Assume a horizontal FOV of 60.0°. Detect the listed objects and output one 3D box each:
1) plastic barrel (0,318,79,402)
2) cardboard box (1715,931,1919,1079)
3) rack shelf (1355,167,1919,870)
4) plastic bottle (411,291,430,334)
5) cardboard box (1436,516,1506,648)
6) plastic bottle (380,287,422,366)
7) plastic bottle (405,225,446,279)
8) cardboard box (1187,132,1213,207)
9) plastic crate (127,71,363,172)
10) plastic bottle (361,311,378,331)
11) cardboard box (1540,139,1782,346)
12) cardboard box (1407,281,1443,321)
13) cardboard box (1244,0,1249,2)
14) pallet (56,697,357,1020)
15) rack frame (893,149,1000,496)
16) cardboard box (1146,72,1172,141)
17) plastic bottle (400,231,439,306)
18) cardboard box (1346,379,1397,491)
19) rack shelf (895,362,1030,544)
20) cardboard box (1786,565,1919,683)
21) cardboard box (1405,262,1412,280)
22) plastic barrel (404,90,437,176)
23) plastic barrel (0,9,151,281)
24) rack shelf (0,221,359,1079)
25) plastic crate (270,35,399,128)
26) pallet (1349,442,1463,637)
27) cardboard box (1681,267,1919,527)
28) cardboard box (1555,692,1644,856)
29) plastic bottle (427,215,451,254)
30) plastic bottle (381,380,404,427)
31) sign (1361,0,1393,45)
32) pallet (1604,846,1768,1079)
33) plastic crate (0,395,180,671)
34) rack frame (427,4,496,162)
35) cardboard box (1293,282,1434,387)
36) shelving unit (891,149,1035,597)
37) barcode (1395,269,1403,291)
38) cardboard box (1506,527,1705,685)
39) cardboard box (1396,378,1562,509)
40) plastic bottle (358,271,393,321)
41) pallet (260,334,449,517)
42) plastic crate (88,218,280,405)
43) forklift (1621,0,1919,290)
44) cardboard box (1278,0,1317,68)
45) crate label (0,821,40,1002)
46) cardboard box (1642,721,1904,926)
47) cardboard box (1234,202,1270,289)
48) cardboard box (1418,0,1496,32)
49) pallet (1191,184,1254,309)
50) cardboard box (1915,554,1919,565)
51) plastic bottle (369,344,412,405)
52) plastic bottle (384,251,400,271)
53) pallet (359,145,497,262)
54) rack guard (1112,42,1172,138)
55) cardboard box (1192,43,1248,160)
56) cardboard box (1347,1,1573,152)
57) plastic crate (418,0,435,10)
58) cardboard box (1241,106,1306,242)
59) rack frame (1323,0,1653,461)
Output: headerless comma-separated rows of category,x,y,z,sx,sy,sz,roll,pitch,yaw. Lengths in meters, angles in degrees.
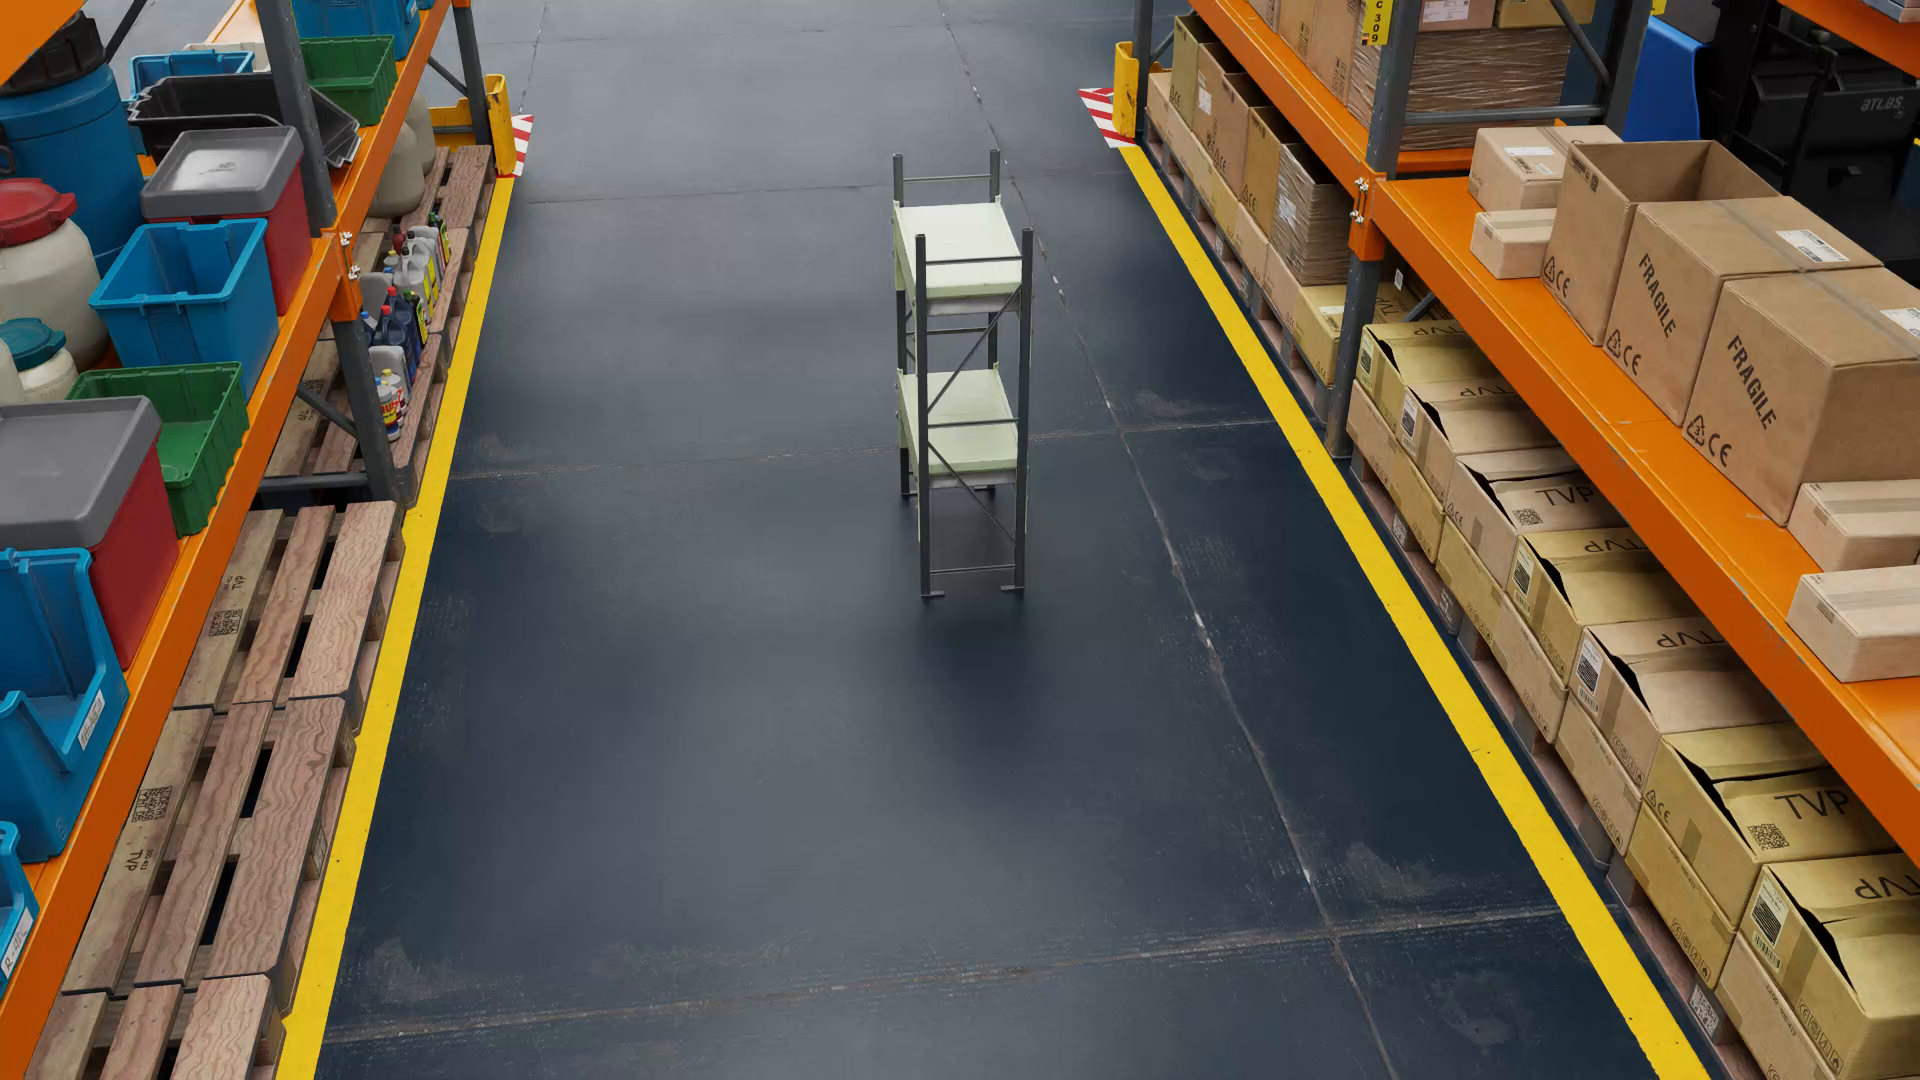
plastic barrel,-2.770,-0.477,4.910,0.301,0.262,0.301,0,34,0
cardboard box,2.338,1.262,4.303,0.500,0.250,0.500,-4,34,-5
rack shelf,2.382,-0.244,5.084,1.077,0.370,4.000,-4,35,-6
plastic bottle,-2.534,-1.057,7.732,0.097,0.201,0.097,0,34,0
cardboard box,2.061,0.123,5.975,0.500,0.250,0.500,-5,35,-8
plastic bottle,-2.519,-0.959,7.455,0.144,0.351,0.185,-6,35,-8
plastic bottle,-2.646,-1.439,8.225,0.152,0.276,0.135,-4,34,-6
cardboard box,1.564,-2.053,9.168,0.500,0.250,0.500,-4,35,-6
plastic crate,-2.741,-1.561,6.432,0.767,0.338,0.504,-4,35,-6
plastic bottle,-2.633,-0.893,7.428,0.097,0.271,0.097,0,34,0
cardboard box,2.271,-0.975,5.429,0.500,0.500,0.500,-2,34,-3
cardboard box,2.351,-0.977,7.588,0.500,0.250,0.500,-4,35,-6
cardboard box,1.761,-3.099,8.546,0.700,0.500,0.500,-4,34,-6
pallet,-2.485,0.985,5.117,1.003,0.211,1.213,-4,35,-6
rack frame,-0.050,-0.828,6.633,0.400,1.500,0.023,-4,35,-6
cardboard box,1.426,-2.611,9.986,0.500,0.250,0.500,-4,35,-6
plastic bottle,-2.601,-1.300,7.956,0.144,0.351,0.185,-3,34,-4
cardboard box,1.921,-0.451,6.817,0.500,0.250,0.500,-5,35,-8
rack shelf,-0.001,-0.354,6.517,0.431,0.370,0.720,-4,35,-6
cardboard box,2.256,0.197,4.020,0.380,0.149,0.250,-4,35,-6
cardboard box,2.285,-1.566,7.787,0.500,0.500,0.500,-4,35,-6
plastic barrel,-3.170,-2.301,9.299,0.421,0.512,0.421,0,34,0
plastic barrel,-3.045,-1.253,5.480,0.600,0.901,0.708,-4,35,-6
rack shelf,-2.527,0.129,4.536,1.077,0.370,4.000,-4,35,-6
plastic crate,-2.699,-1.976,7.174,0.450,0.188,0.662,-4,35,-6
pallet,2.250,-0.097,6.705,1.003,0.211,1.213,-4,35,-6
cardboard box,2.409,-0.402,4.587,0.500,0.500,0.500,-6,35,-9
cardboard box,2.201,0.694,5.137,0.500,0.250,0.500,-4,34,-5
plastic bottle,-2.653,-1.551,8.456,0.097,0.201,0.097,0,34,0
plastic bottle,-2.418,-0.578,7.028,0.097,0.201,0.097,0,34,0
sign,1.563,-2.005,6.190,0.100,0.325,0.005,-4,35,-6
pallet,2.578,1.264,4.707,1.003,0.211,1.213,-4,35,-6
plastic crate,-2.172,-0.004,4.035,0.402,0.464,0.583,-4,35,-6
rack frame,-3.334,-3.517,9.247,1.000,3.000,0.127,-4,35,-6
cardboard box,1.834,-0.937,7.530,0.500,0.250,0.500,-4,35,-6
shelving unit,-0.001,-0.623,6.333,0.431,1.500,0.755,-4,35,-6
barcode,1.734,-1.029,6.573,0.001,0.075,0.075,-4,35,-6
cardboard box,2.129,0.181,5.392,0.500,0.311,0.500,-3,34,-5
cardboard box,1.983,-0.397,6.240,0.500,0.311,0.500,-5,35,-7
plastic bottle,-2.720,-1.140,7.787,0.152,0.276,0.135,-4,35,-6
pallet,-2.845,-0.510,7.311,1.003,0.211,1.213,-4,35,-6
plastic crate,-2.340,-0.686,5.107,0.392,0.384,0.575,-4,35,-6
forklift,4.430,-2.544,7.880,1.130,2.935,3.031,-6,35,-9
cardboard box,1.906,-2.520,7.696,0.700,0.500,0.500,-4,34,-6
crate label,-1.944,0.753,3.130,0.303,0.233,0.416,-4,35,-6
cardboard box,2.260,0.742,4.568,0.500,0.311,0.500,-5,35,-7
cardboard box,1.694,-1.495,8.349,0.500,0.250,0.500,-4,35,-6
cardboard box,1.864,-2.103,6.507,0.380,0.149,0.250,-4,35,-6
pallet,1.880,-1.635,8.961,1.003,0.211,1.213,-4,35,-6
cardboard box,2.722,0.098,4.022,0.500,0.311,0.500,-5,35,-7
plastic bottle,-2.475,-0.730,7.186,0.152,0.276,0.135,-3,34,-5
plastic bottle,-2.749,-1.311,8.104,0.097,0.201,0.097,0,34,0
pallet,-3.173,-1.872,9.309,1.003,0.211,1.213,-4,35,-6
rack guard,1.571,-2.870,10.518,1.175,0.500,0.348,-4,35,-6
cardboard box,1.575,-2.364,8.958,0.500,0.500,0.500,-4,35,-6
cardboard box,2.047,-1.946,6.853,0.700,0.500,0.500,-5,35,-8
plastic crate,-2.889,-2.836,8.380,0.499,0.251,0.408,-4,35,-6
cardboard box,1.707,-1.806,8.139,0.500,0.500,0.500,-4,35,-6
rack frame,2.113,-1.658,6.519,1.000,3.000,0.127,-4,35,-6
